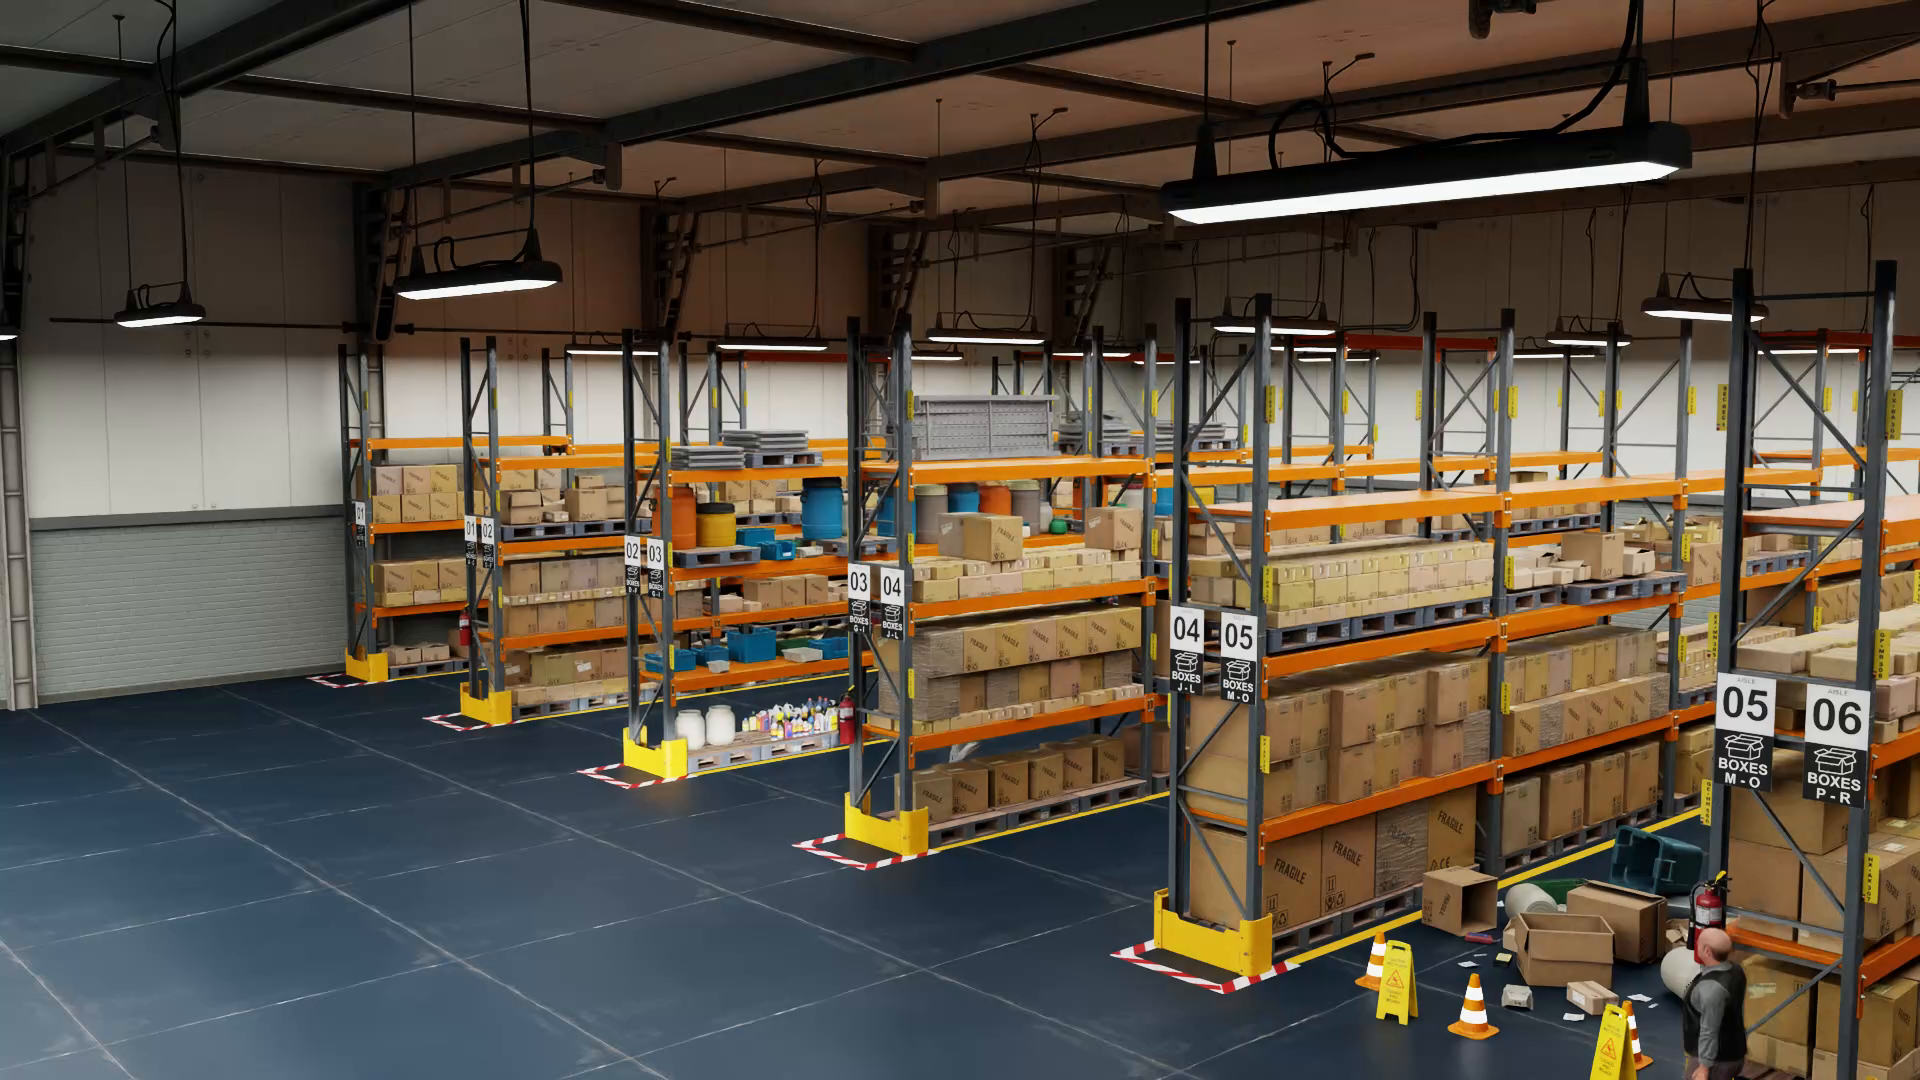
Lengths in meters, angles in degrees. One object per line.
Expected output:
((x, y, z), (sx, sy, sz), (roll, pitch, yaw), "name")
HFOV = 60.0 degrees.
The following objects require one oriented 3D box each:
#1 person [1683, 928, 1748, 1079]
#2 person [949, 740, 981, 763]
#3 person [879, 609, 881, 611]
((4.940, 3.347, 10.717), (0.702, 1.702, 0.550), (4, 7, 38), "person")
((0.001, 2.343, 22.098), (0.448, 1.680, 0.514), (-3, 6, -33), "person")
((-1.815, 1.137, 35.292), (1.081, 1.710, 0.668), (-5, 7, -44), "person")
